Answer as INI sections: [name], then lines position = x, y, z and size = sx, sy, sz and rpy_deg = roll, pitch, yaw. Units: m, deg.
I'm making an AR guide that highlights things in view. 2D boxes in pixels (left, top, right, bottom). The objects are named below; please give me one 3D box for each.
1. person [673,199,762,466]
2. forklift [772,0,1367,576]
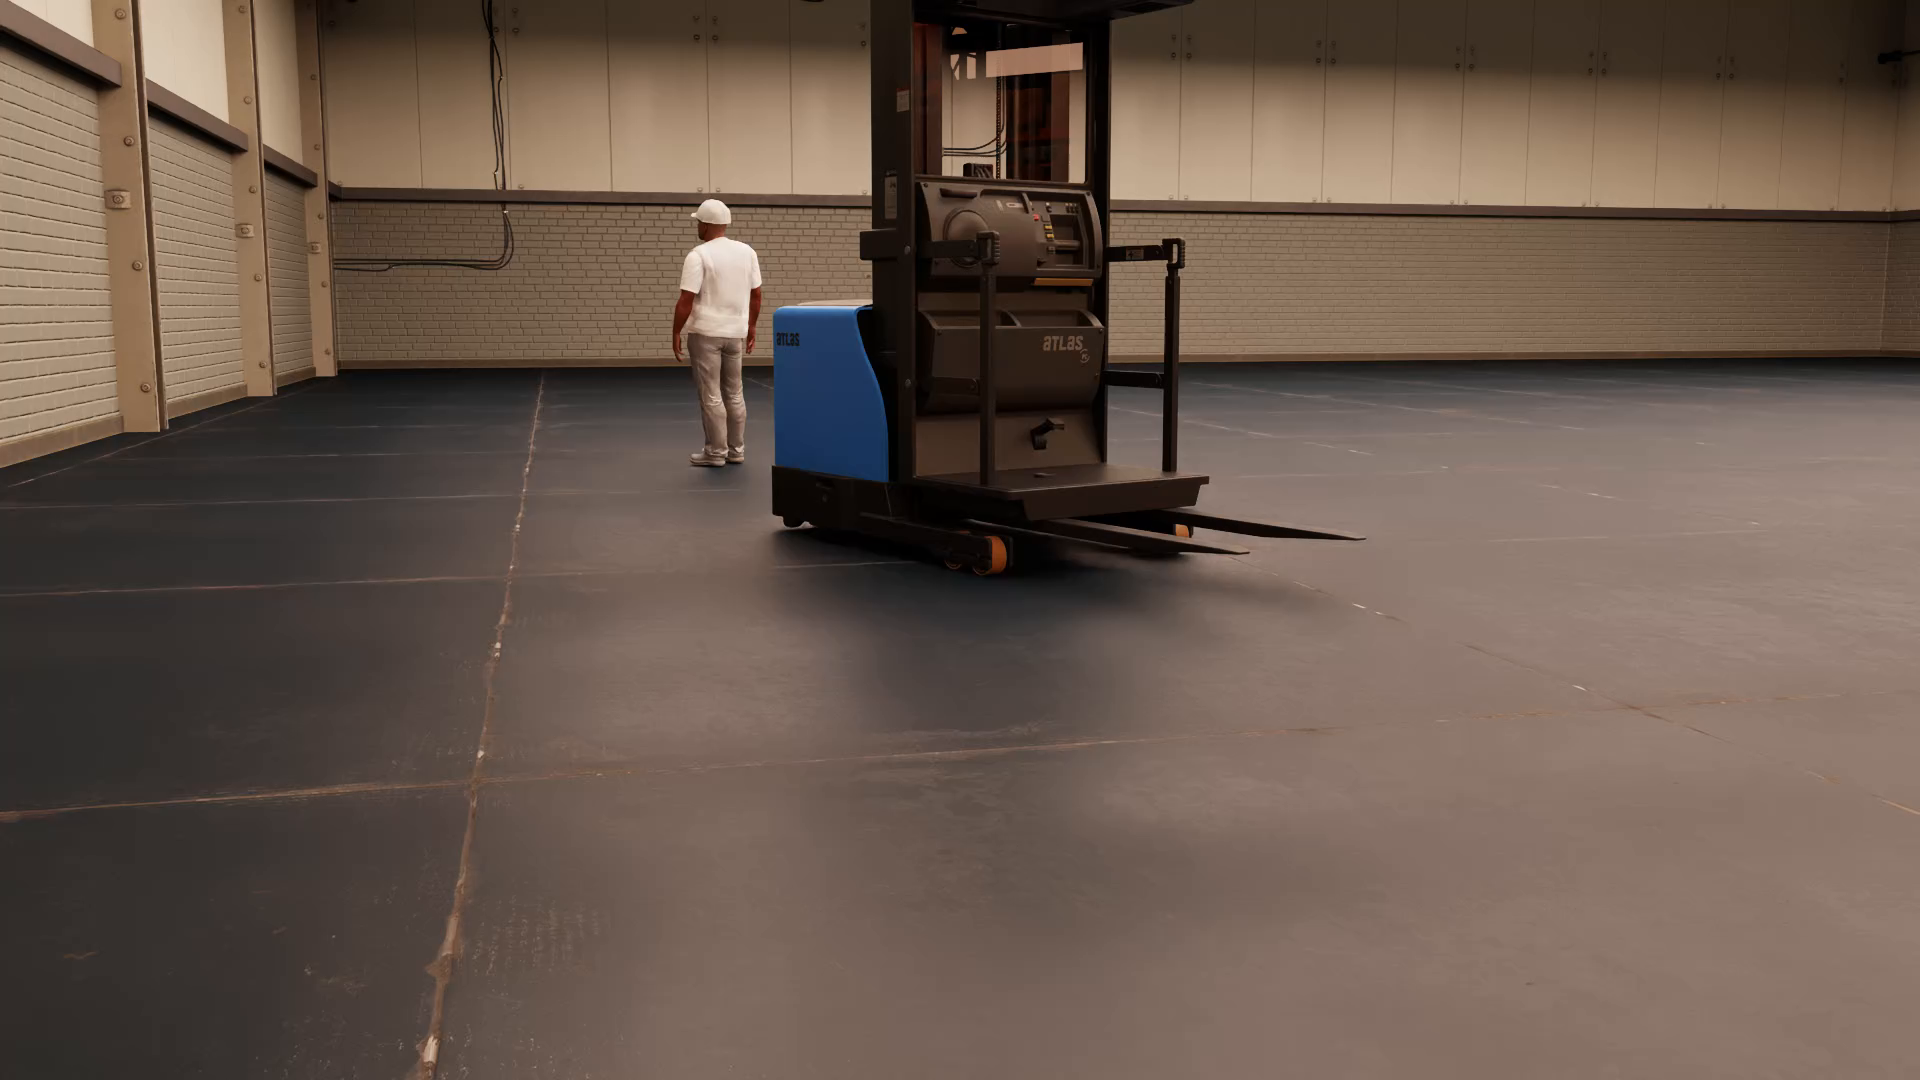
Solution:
[person]
position = -1.681, -1.389, 11.206
size = 0.666, 1.767, 0.576
rpy_deg = -7, 11, -42
[forklift]
position = 0.355, -1.383, 7.015
size = 1.130, 2.935, 3.031
rpy_deg = -6, 10, -35
